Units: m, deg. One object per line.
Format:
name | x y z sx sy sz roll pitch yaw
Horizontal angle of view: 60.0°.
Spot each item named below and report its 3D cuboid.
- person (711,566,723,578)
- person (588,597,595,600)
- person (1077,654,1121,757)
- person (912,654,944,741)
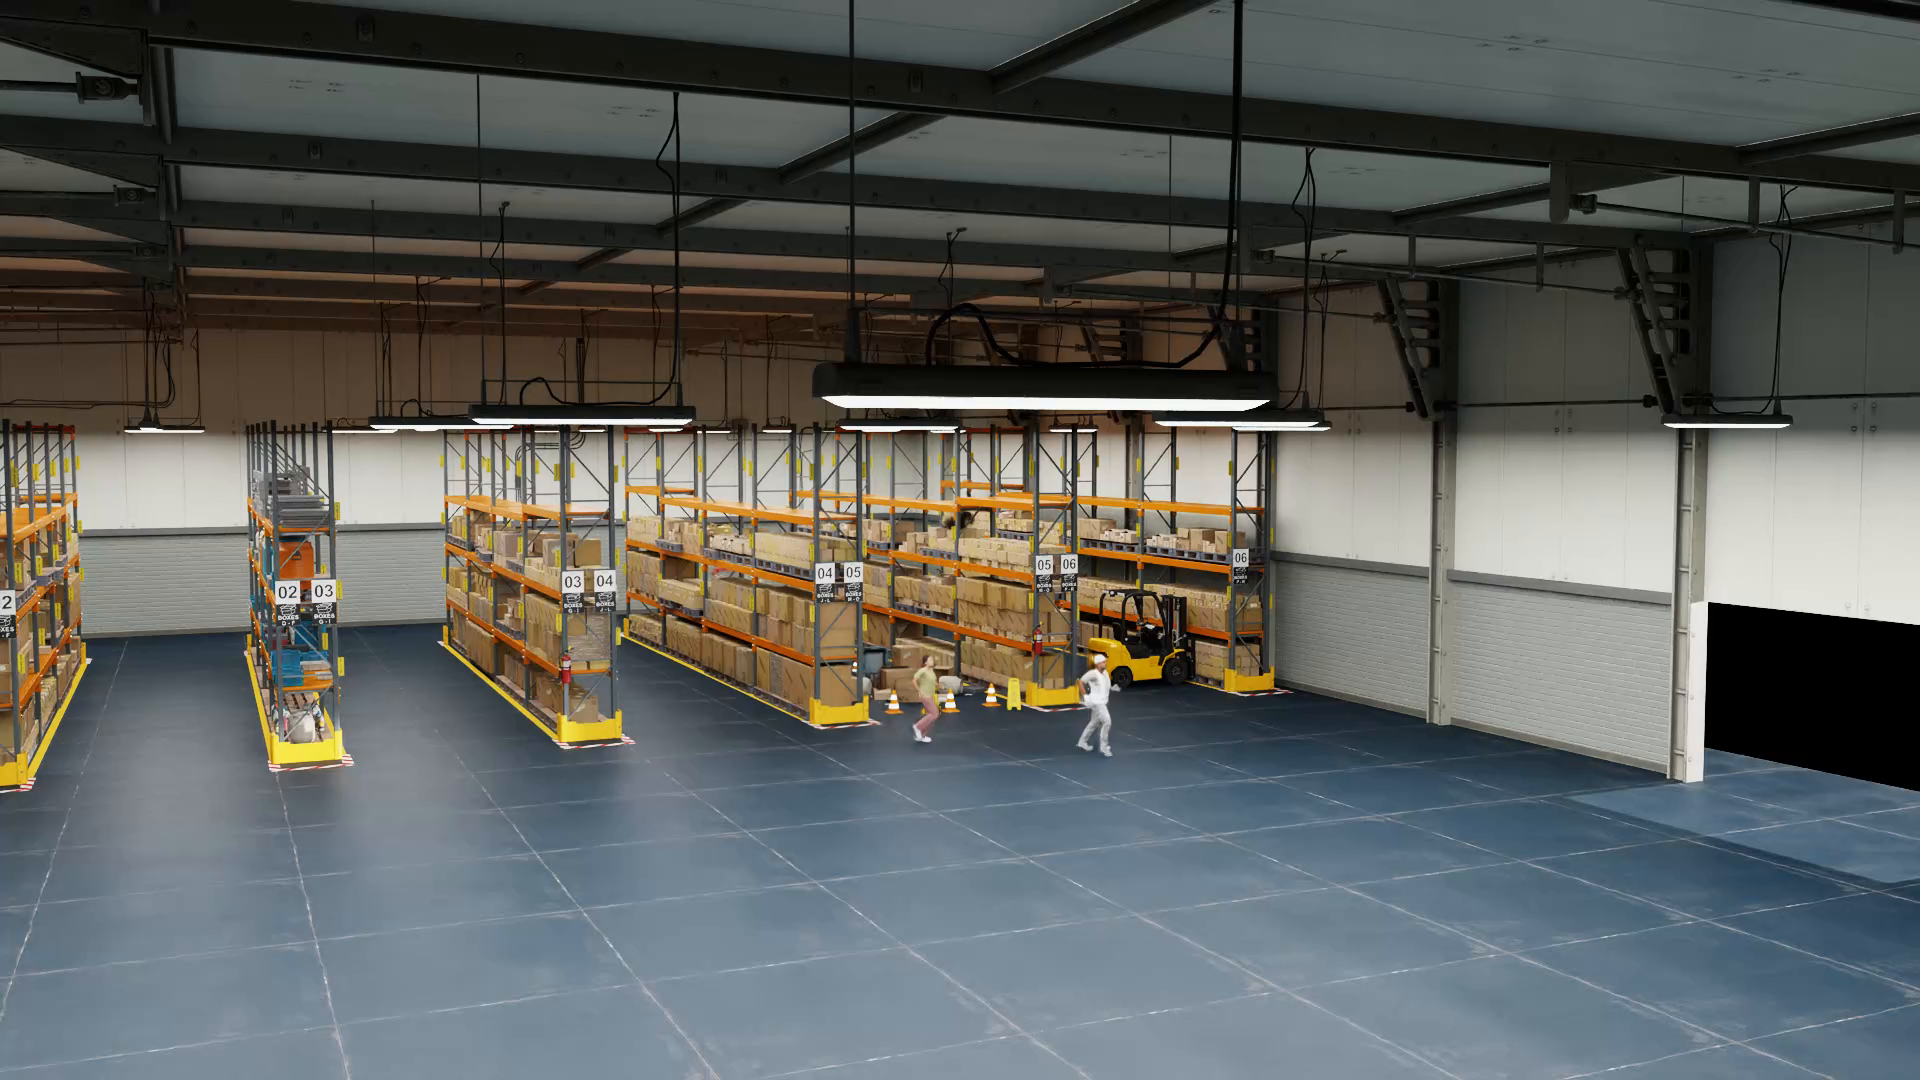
person | -7.281 1.691 50.155 0.986 1.812 0.672 -1 4 -21
person | -10.040 2.045 45.613 0.641 1.763 0.616 -1 4 -20
person | 2.486 2.971 29.906 0.796 1.842 0.661 1 4 22
person | -0.574 2.955 31.170 0.538 1.637 0.565 1 4 22
